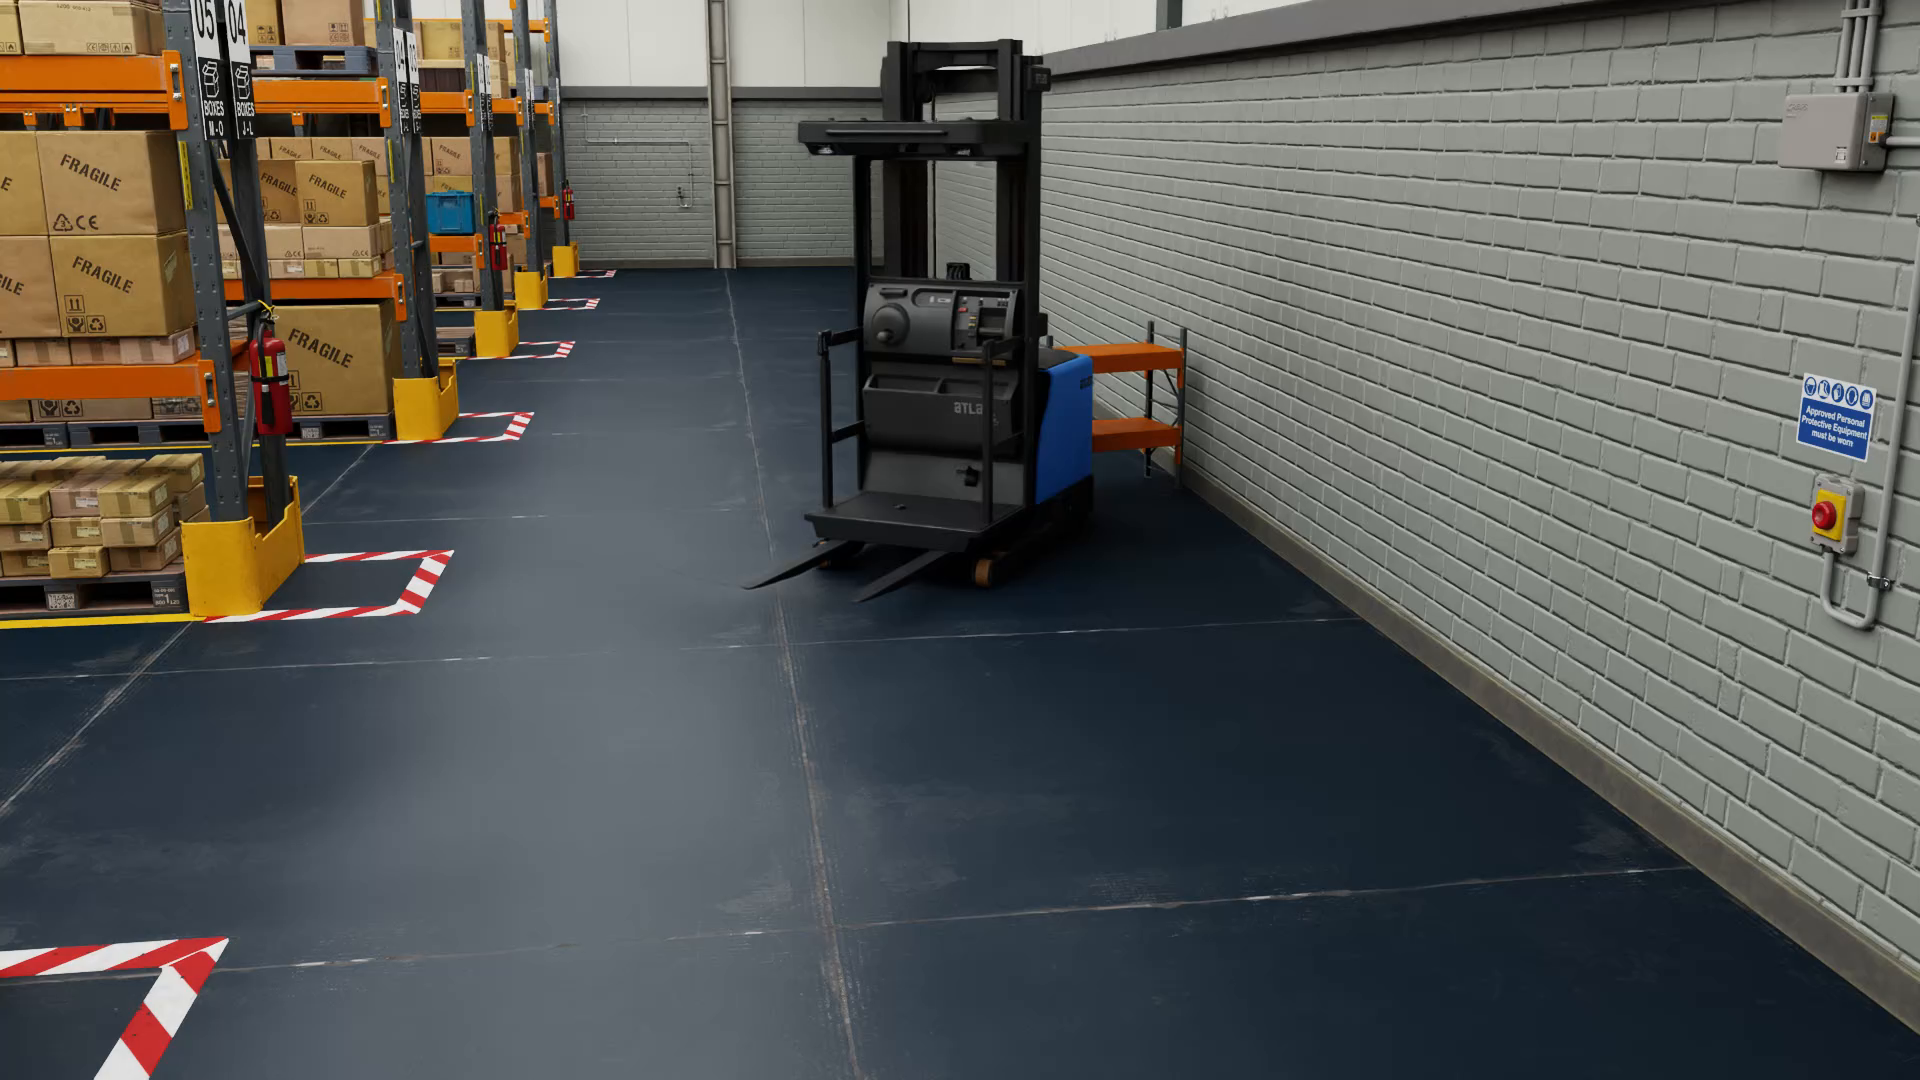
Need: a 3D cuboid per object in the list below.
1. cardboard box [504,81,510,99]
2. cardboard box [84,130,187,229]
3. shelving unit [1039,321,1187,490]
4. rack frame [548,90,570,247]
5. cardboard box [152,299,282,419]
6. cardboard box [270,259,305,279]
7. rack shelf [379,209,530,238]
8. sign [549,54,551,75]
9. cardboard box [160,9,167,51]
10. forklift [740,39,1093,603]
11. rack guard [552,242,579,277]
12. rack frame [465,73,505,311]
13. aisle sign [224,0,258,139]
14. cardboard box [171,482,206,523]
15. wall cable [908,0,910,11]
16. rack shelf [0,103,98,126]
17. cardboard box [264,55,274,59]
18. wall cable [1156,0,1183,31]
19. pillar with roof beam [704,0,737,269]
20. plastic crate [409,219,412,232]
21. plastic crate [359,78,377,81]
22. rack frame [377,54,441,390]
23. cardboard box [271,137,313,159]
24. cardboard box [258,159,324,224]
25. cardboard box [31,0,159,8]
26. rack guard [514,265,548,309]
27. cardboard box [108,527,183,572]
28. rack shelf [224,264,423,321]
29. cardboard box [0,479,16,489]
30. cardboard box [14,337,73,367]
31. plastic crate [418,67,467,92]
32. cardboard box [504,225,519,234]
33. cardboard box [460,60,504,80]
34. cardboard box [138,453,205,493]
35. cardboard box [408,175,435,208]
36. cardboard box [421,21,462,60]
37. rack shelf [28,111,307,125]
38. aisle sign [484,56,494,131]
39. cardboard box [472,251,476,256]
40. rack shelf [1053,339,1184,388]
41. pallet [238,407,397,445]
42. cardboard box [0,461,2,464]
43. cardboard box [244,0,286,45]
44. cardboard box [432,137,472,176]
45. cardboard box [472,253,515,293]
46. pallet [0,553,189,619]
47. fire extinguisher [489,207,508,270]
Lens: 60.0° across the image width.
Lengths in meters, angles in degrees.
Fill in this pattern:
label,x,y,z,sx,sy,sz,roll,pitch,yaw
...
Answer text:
label,x,y,z,sx,sy,sz,roll,pitch,yaw
cardboard box,-6.504,-6.206,22.943,0.500,0.250,0.500,-2,14,-8
cardboard box,-4.331,-1.927,8.866,0.500,0.500,0.500,-2,14,-9
shelving unit,0.974,-0.905,11.516,1.048,1.125,0.538,-6,15,-22
rack frame,-6.700,-5.973,27.871,0.127,3.000,1.000,-2,14,-8
cardboard box,-6.007,-1.496,13.525,0.875,0.875,0.875,-2,14,-8
cardboard box,-5.296,-2.166,13.207,0.250,0.149,0.380,-2,14,-8
rack shelf,-7.936,-4.360,22.919,4.000,0.370,1.077,-2,14,-8
sign,-6.633,-7.688,26.886,0.005,0.325,0.100,-2,14,-8
cardboard box,-4.329,-2.629,8.680,0.500,0.250,0.500,-2,14,-6
forklift,-0.197,-1.274,9.277,1.130,2.935,3.031,6,15,23
rack guard,-6.676,-4.761,28.179,0.348,0.500,1.175,-2,14,-8
rack frame,-5.224,-3.590,18.369,0.127,3.000,1.000,-2,14,-8
aisle sign,-3.820,-2.537,8.828,0.004,0.787,0.394,-2,14,-8
cardboard box,-4.403,-0.209,9.276,0.250,0.149,0.380,-1,14,-6
wall cable,-0.651,-9.294,24.784,0.112,2.526,3.097,-2,14,-8
rack shelf,-11.157,-4.478,17.224,4.000,0.370,1.077,-2,14,-8
cardboard box,-8.923,-6.636,22.087,0.500,0.500,0.700,-2,14,-8
wall cable,1.619,-6.244,10.008,0.120,5.999,2.277,-2,14,-8
pillar with roof beam,-3.517,-8.153,24.232,0.400,9.000,9.100,-2,14,-8
plastic crate,-6.003,-3.418,18.102,0.243,0.136,0.396,-2,14,-8
plastic crate,-6.157,-4.837,17.613,0.336,0.188,0.450,-2,14,-8
rack frame,-4.486,-2.398,13.618,0.127,3.000,1.000,-2,14,-8
cardboard box,-8.896,-5.138,22.282,0.500,0.500,0.500,-3,14,-10
cardboard box,-5.495,-2.863,13.626,0.500,0.500,0.500,-2,14,-10
cardboard box,-4.265,-2.748,8.128,0.500,0.250,0.500,-3,14,-10
rack guard,-6.033,-3.566,23.413,0.348,0.500,1.175,-2,14,-8
cardboard box,-4.337,0.047,8.866,0.250,0.149,0.380,-2,14,-7
rack shelf,-6.464,-1.977,13.417,4.000,0.370,1.077,-2,14,-8
cardboard box,-5.093,-0.201,8.633,0.250,0.149,0.380,-3,14,-11
cardboard box,-4.625,-0.987,8.508,0.250,0.149,0.380,-2,14,-9
plastic crate,-5.646,-5.034,18.231,0.590,0.269,0.497,-2,14,-8
cardboard box,-7.477,-5.181,27.655,0.250,0.149,0.380,-2,14,-9
cardboard box,-6.428,-6.326,22.394,0.500,0.250,0.500,-2,14,-8
cardboard box,-4.416,-0.374,9.320,0.250,0.149,0.380,-3,14,-11
cardboard box,-7.367,-4.712,22.637,0.500,0.500,0.500,-2,14,-8
cardboard box,-6.971,-6.749,22.541,0.500,0.500,0.700,-2,14,-8
rack shelf,-12.633,-6.861,26.727,4.000,0.370,1.077,-2,14,-8
aisle sign,-5.197,-4.925,18.348,0.004,0.787,0.394,-2,14,-8
cardboard box,-7.872,-4.896,27.855,0.500,0.500,0.700,-2,14,-8
rack shelf,0.974,-1.188,11.445,1.000,0.278,0.538,-6,15,-22
pallet,-5.265,-0.998,13.767,1.213,0.211,1.003,-2,14,-8
cardboard box,-5.447,-0.320,9.105,0.250,0.149,0.380,-2,14,-6
cardboard box,-5.567,-4.131,13.086,0.500,0.500,0.700,-3,14,-10
cardboard box,-6.857,-5.214,22.585,0.500,0.500,0.500,-2,14,-7
cardboard box,-6.459,-3.703,23.056,0.500,0.500,0.500,-2,14,-8
pallet,-4.731,0.175,9.091,1.213,0.211,1.003,-2,14,-8
fire extinguisher,-5.007,-3.267,18.009,0.183,0.674,0.296,-2,14,-8
